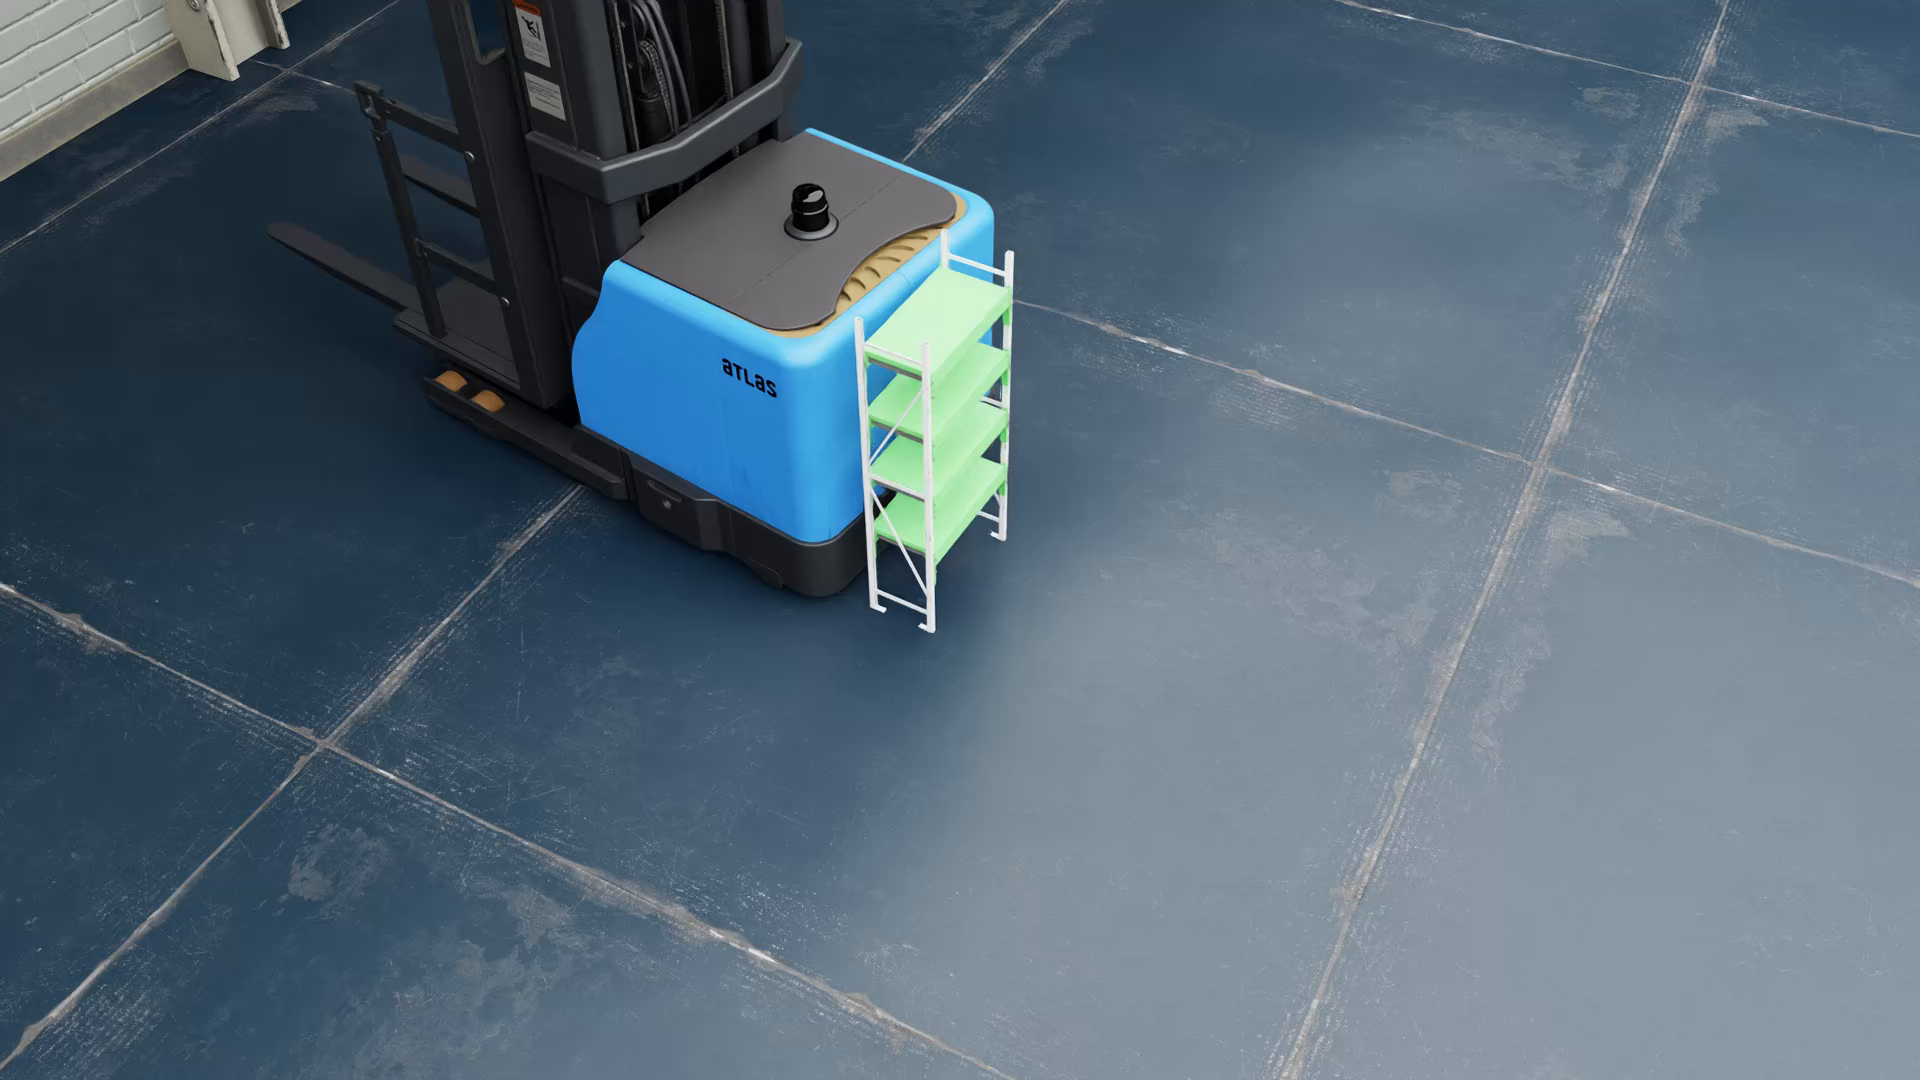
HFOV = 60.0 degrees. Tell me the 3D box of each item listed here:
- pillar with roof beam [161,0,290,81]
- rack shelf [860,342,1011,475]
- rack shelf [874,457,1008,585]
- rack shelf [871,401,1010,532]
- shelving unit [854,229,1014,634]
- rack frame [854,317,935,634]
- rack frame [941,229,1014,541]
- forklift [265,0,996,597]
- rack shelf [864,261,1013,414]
[{"bbox_3d":[0.307,-4.097,3.473,9.100,9.000,0.400,20,49,19],"label":"pillar with roof beam"},{"bbox_3d":[-0.070,-0.436,5.090,0.258,0.148,0.480,22,49,20],"label":"rack shelf"},{"bbox_3d":[-0.070,-0.099,5.432,0.258,0.148,0.480,22,49,20],"label":"rack shelf"},{"bbox_3d":[-0.070,-0.268,5.261,0.258,0.148,0.480,22,49,20],"label":"rack shelf"},{"bbox_3d":[-0.070,-0.313,5.215,0.258,1.200,0.503,22,49,20],"label":"shelving unit"},{"bbox_3d":[-0.190,-0.162,5.066,0.240,1.200,0.015,22,49,20],"label":"rack frame"},{"bbox_3d":[0.051,-0.464,5.365,0.240,1.200,0.015,22,49,20],"label":"rack frame"},{"bbox_3d":[-1.369,-1.692,5.362,3.031,2.935,1.130,27,51,24],"label":"forklift"},{"bbox_3d":[-0.070,-0.605,4.919,0.258,0.148,0.480,22,49,20],"label":"rack shelf"}]
